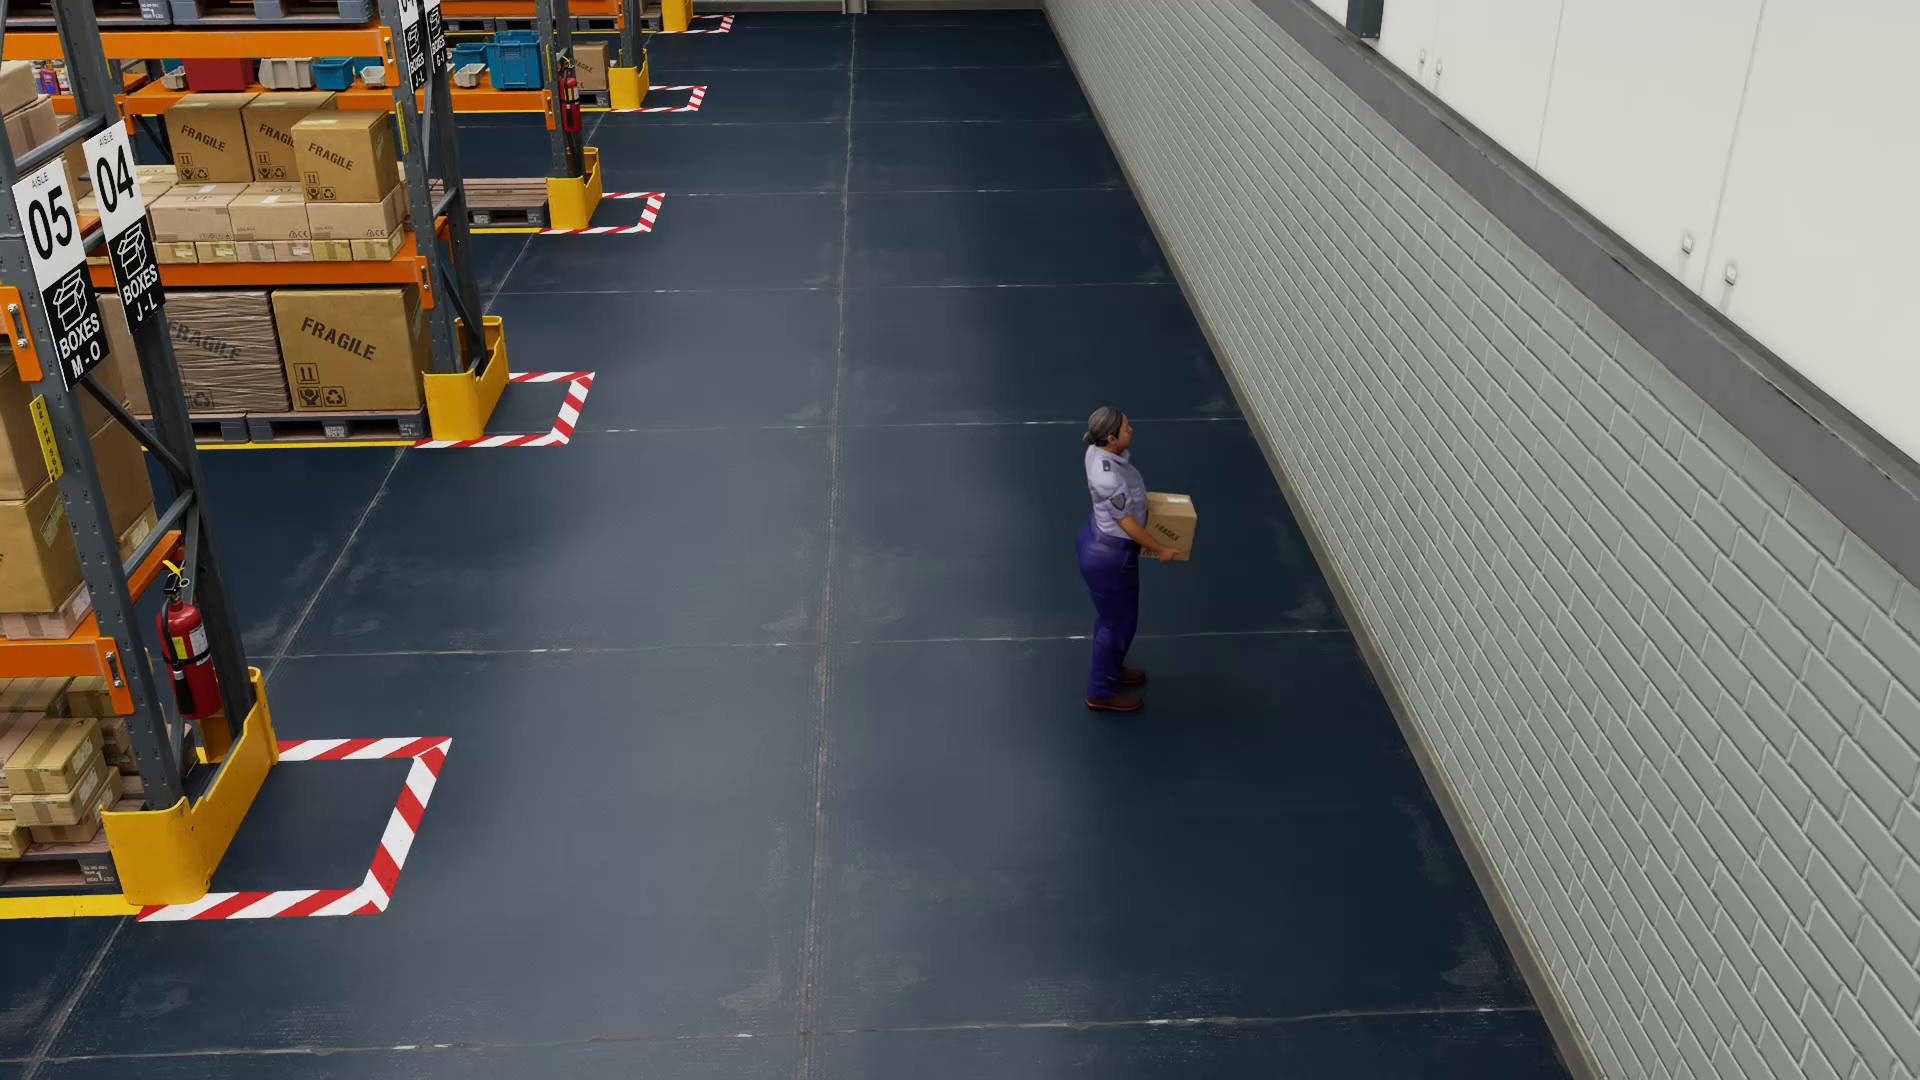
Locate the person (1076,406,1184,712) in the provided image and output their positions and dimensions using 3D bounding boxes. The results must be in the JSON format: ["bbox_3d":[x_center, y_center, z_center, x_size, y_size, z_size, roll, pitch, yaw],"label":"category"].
[{"bbox_3d":[0.857,0.089,8.500,0.521,1.622,0.451,-1,28,-2],"label":"person"}]
